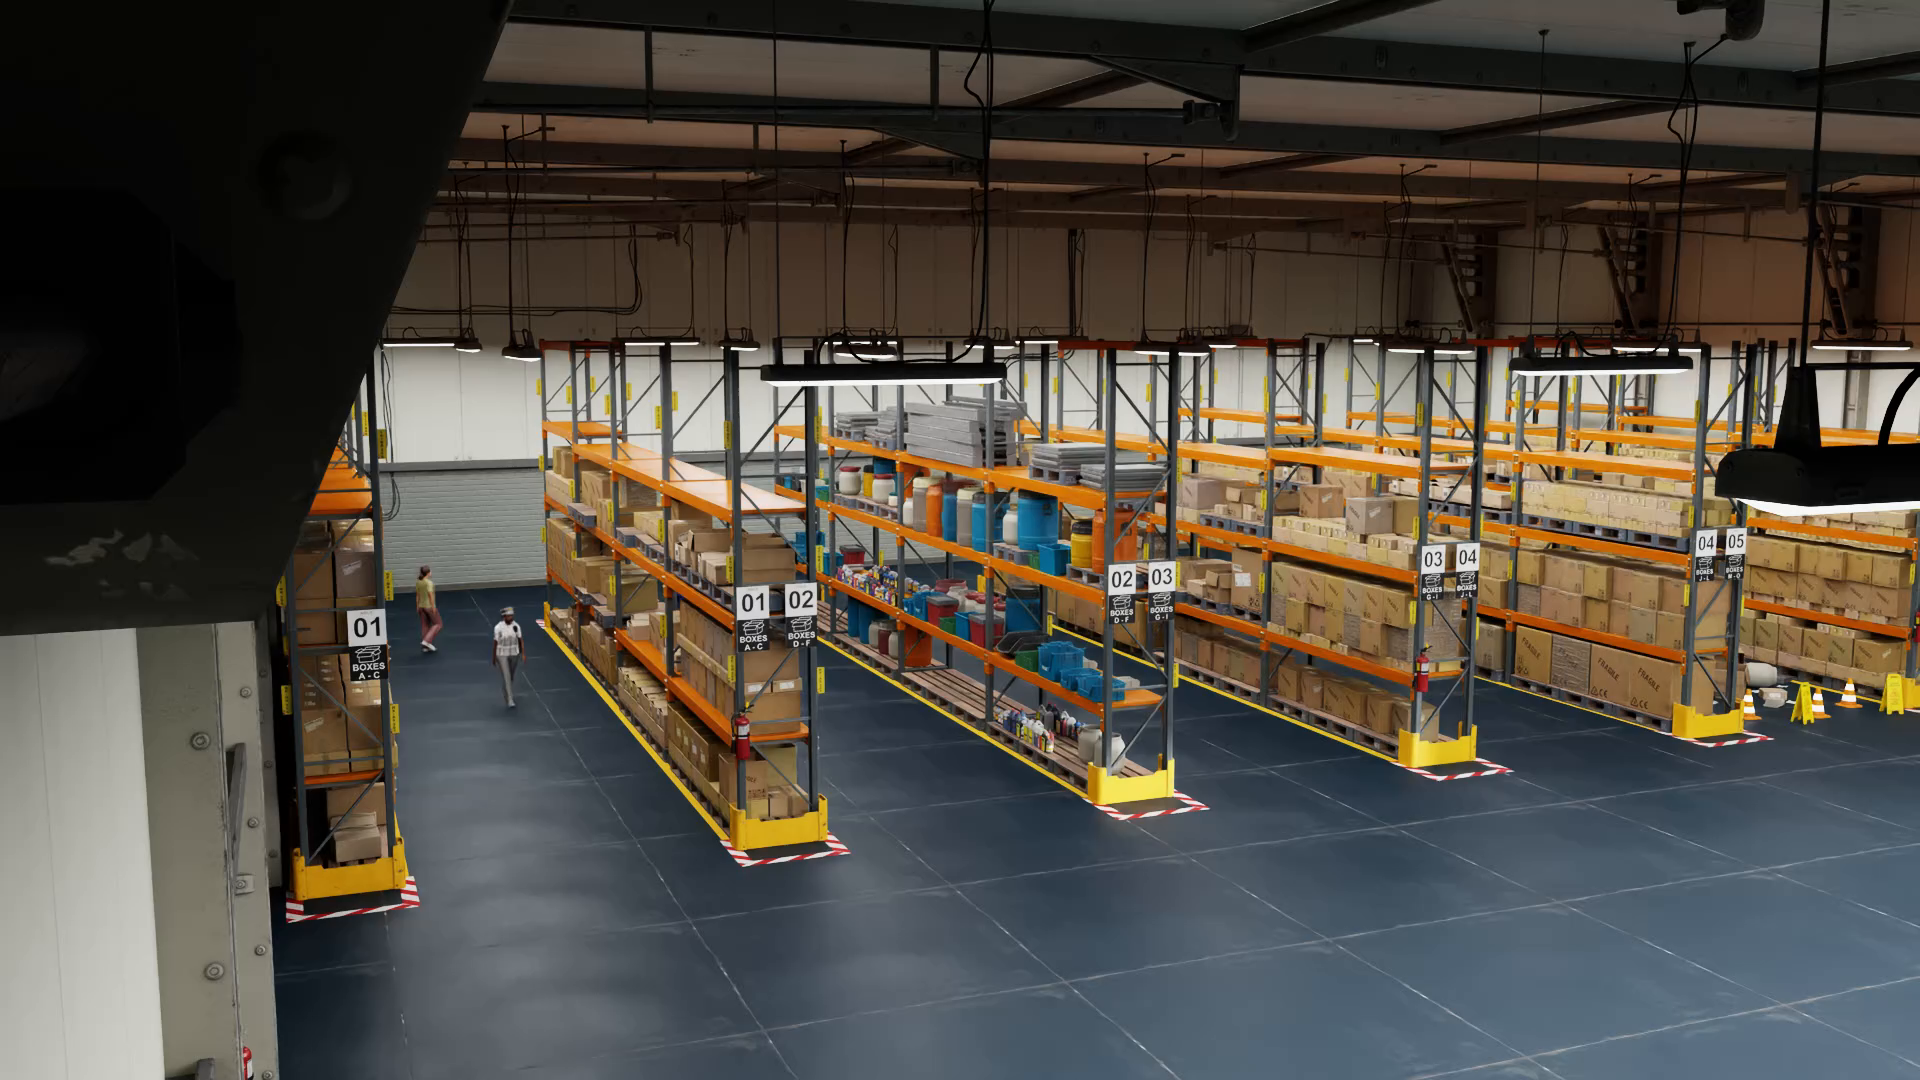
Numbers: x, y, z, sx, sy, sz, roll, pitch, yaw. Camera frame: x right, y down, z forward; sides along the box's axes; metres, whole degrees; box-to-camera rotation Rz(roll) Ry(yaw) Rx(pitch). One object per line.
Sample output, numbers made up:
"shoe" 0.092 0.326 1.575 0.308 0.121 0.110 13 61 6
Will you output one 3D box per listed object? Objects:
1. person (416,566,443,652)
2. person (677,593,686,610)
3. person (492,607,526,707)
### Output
"person" -10.317 1.334 32.100 0.474 1.672 0.474 4 9 31
"person" -5.303 1.363 31.988 0.455 1.611 0.808 -4 8 -26
"person" -7.529 1.906 27.771 0.499 1.623 1.052 -5 9 -31
